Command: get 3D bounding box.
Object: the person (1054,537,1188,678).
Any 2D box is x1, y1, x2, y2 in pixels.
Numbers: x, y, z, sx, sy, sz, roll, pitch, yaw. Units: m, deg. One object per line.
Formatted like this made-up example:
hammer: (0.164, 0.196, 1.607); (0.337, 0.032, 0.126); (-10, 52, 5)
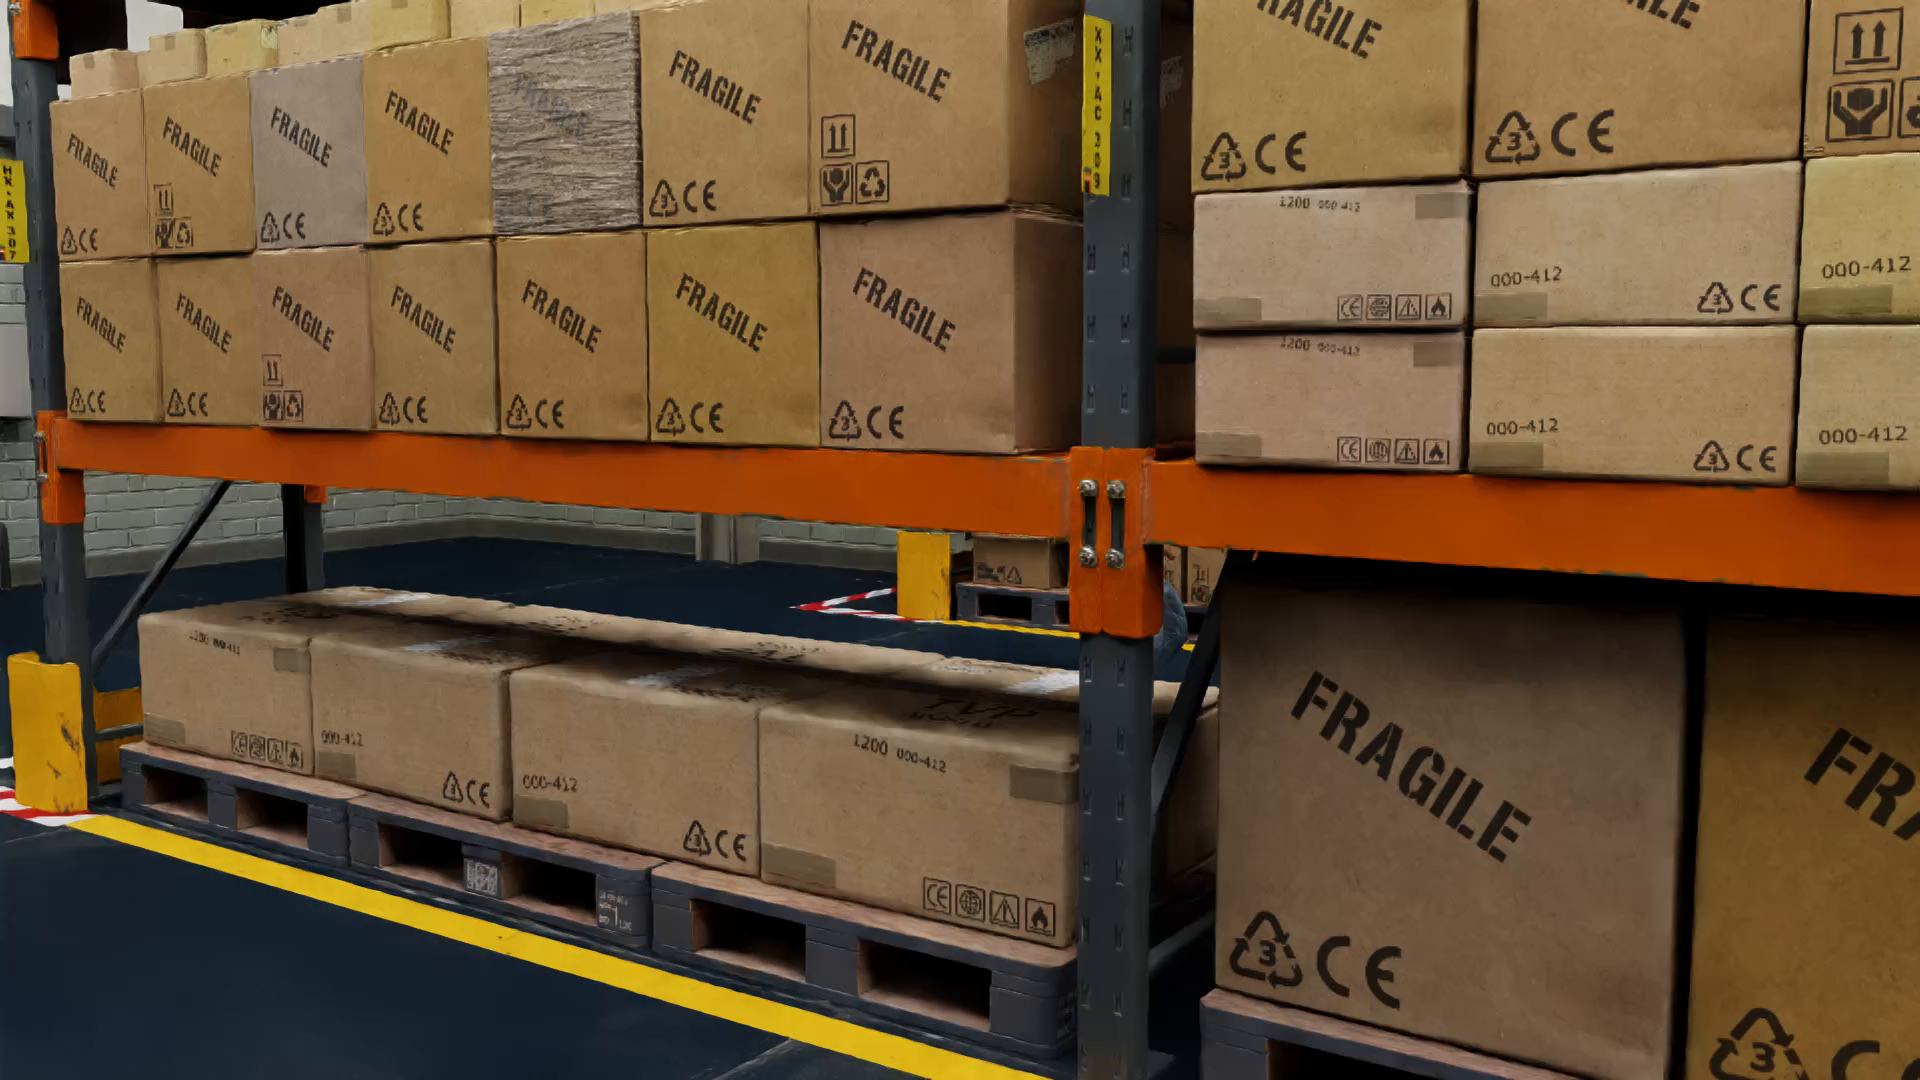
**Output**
person: (0.587, 0.018, 6.111); (0.501, 1.685, 0.968); (1, 6, 9)
